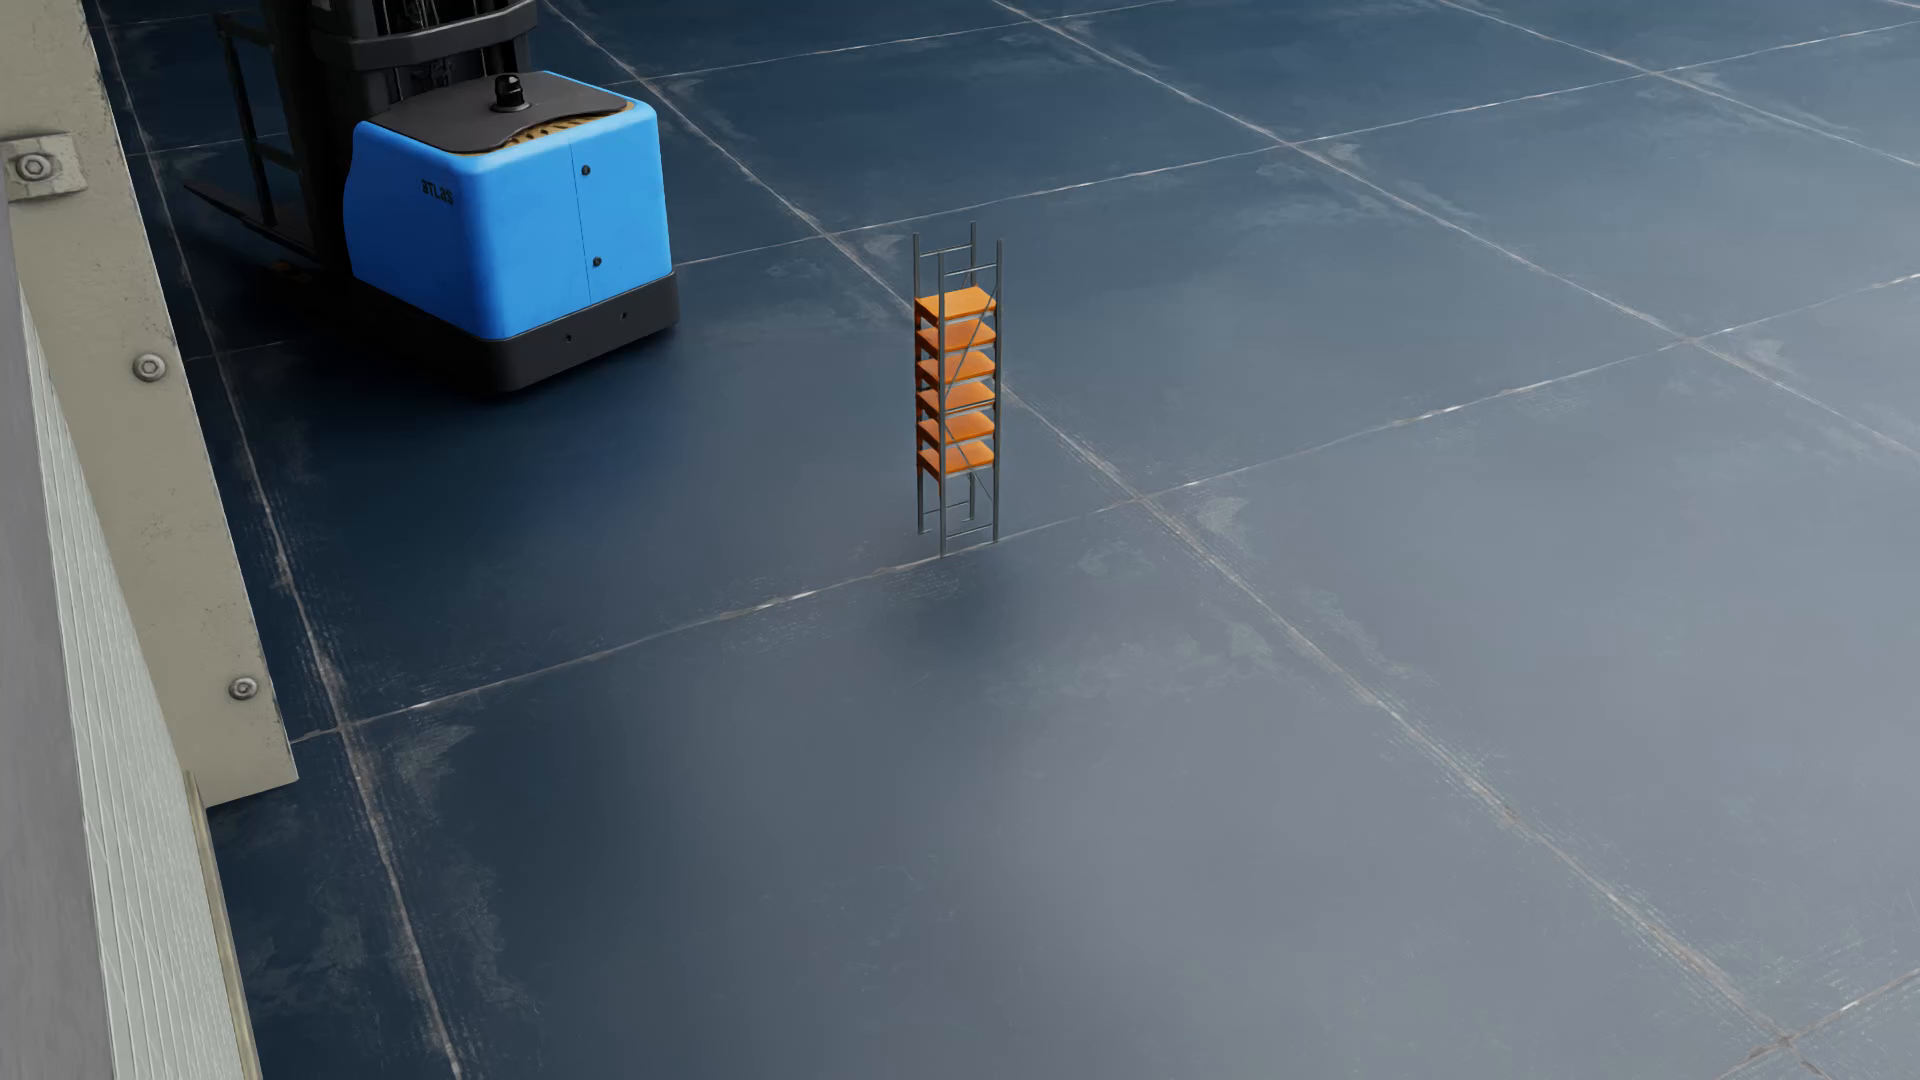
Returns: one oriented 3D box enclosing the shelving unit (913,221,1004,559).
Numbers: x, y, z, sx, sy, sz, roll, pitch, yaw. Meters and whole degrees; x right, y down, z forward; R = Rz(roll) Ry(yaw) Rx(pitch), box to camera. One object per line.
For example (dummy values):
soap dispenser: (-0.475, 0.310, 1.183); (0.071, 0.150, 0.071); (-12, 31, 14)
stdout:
shelving unit: (-0.007, -0.512, 5.892); (0.258, 1.200, 0.189); (-16, 36, -23)

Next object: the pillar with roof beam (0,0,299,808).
pillar with roof beam: (1.568, -4.197, 4.414); (9.100, 9.000, 0.400); (-16, 36, -23)

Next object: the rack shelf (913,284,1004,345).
rack shelf: (-0.007, -0.778, 5.722); (0.258, 0.103, 0.180); (-16, 36, -23)

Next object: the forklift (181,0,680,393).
forklift: (-2.730, -2.525, 7.429); (3.031, 2.935, 1.130); (25, 40, 34)

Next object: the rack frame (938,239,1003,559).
rack frame: (0.036, -0.468, 5.824); (0.240, 1.200, 0.006); (-16, 36, -23)

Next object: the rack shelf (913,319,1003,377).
rack shelf: (-0.007, -0.677, 5.787); (0.258, 0.103, 0.180); (-16, 36, -23)

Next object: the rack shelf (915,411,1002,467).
rack shelf: (-0.007, -0.374, 5.981); (0.258, 0.103, 0.180); (-16, 36, -23)

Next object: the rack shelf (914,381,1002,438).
rack shelf: (-0.007, -0.475, 5.916); (0.258, 0.103, 0.180); (-16, 36, -23)

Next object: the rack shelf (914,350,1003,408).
rack shelf: (-0.007, -0.576, 5.851); (0.258, 0.103, 0.180); (-16, 36, -23)

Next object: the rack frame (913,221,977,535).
rack frame: (-0.049, -0.556, 5.960); (0.240, 1.200, 0.006); (-16, 36, -23)

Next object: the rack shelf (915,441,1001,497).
rack shelf: (-0.007, -0.273, 6.046); (0.258, 0.103, 0.180); (-16, 36, -23)
